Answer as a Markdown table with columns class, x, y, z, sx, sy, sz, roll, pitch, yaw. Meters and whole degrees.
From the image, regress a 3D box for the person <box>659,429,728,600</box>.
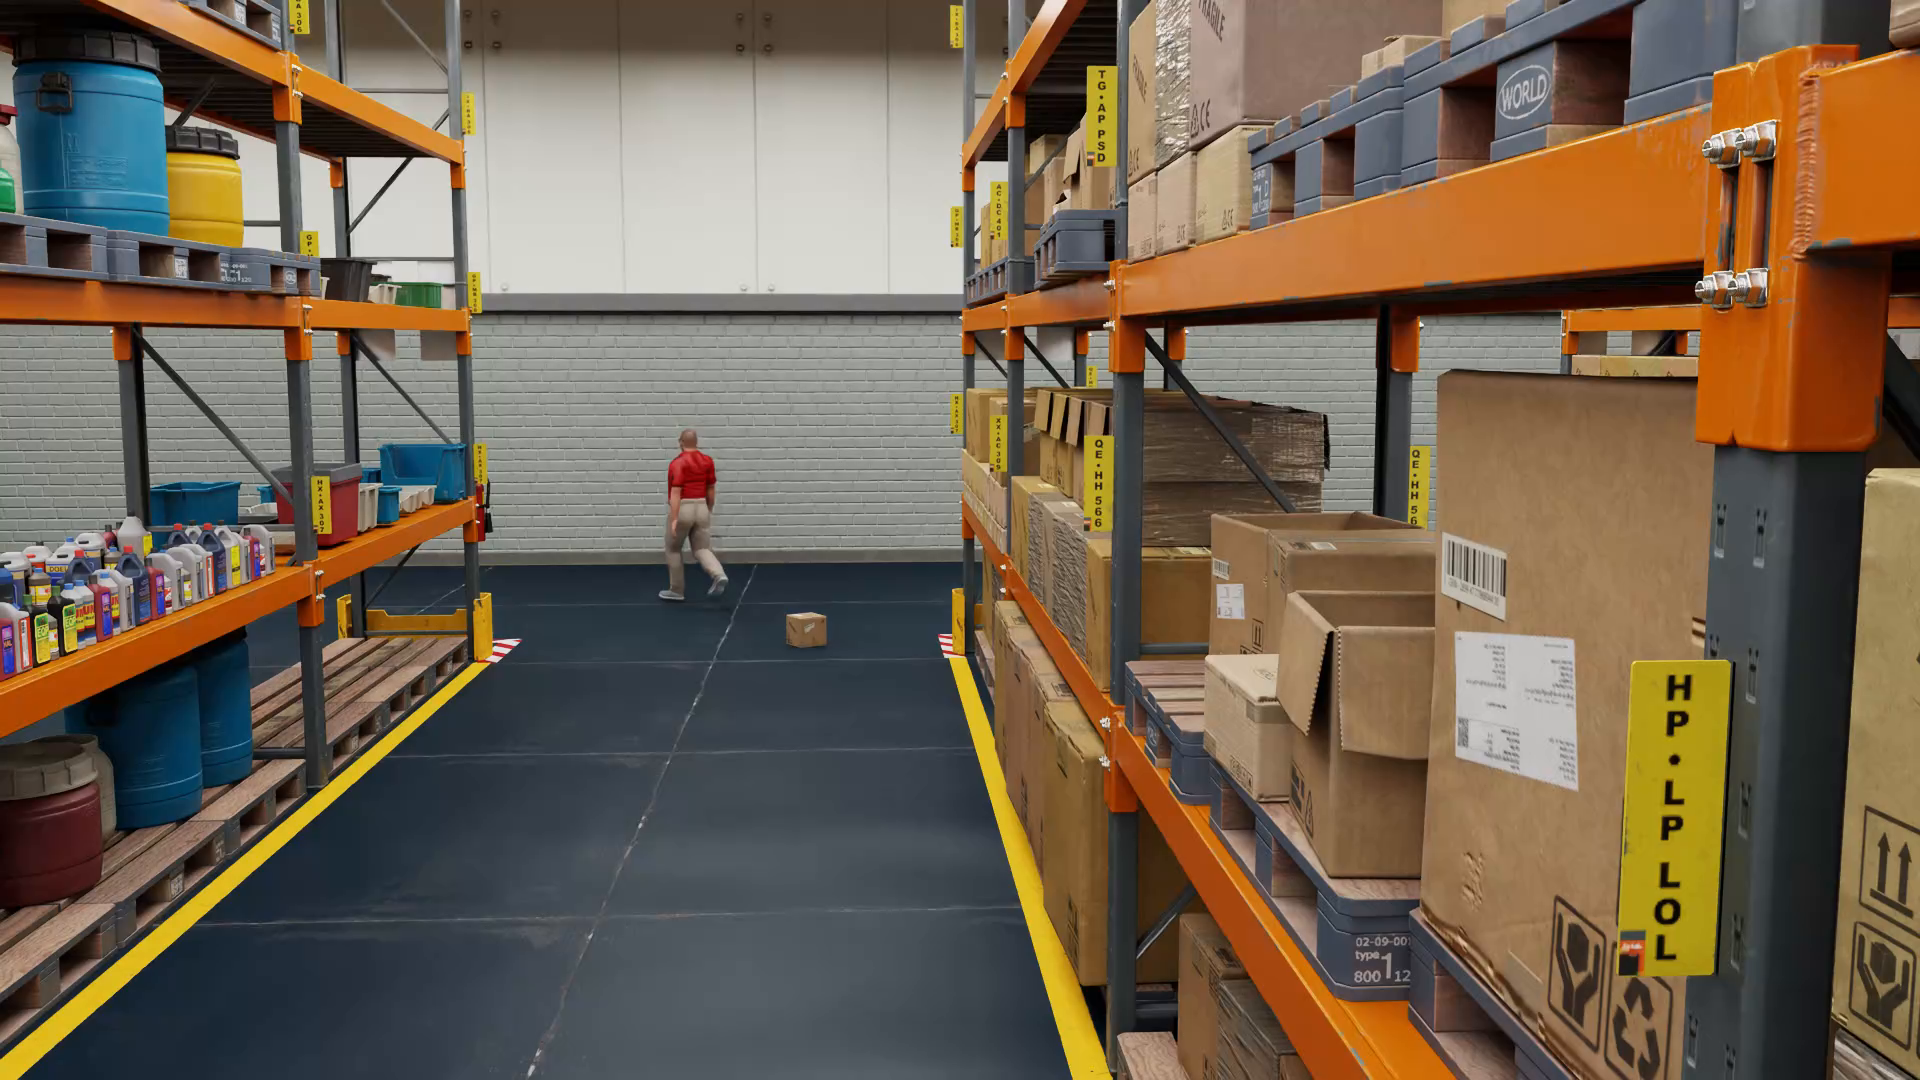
| class | x | y | z | sx | sy | sz | roll | pitch | yaw |
| --- | --- | --- | --- | --- | --- | --- | --- | --- | --- |
| person | -2.617 | -0.240 | 16.247 | 0.545 | 1.689 | 0.865 | -6 | 9 | -42 |
